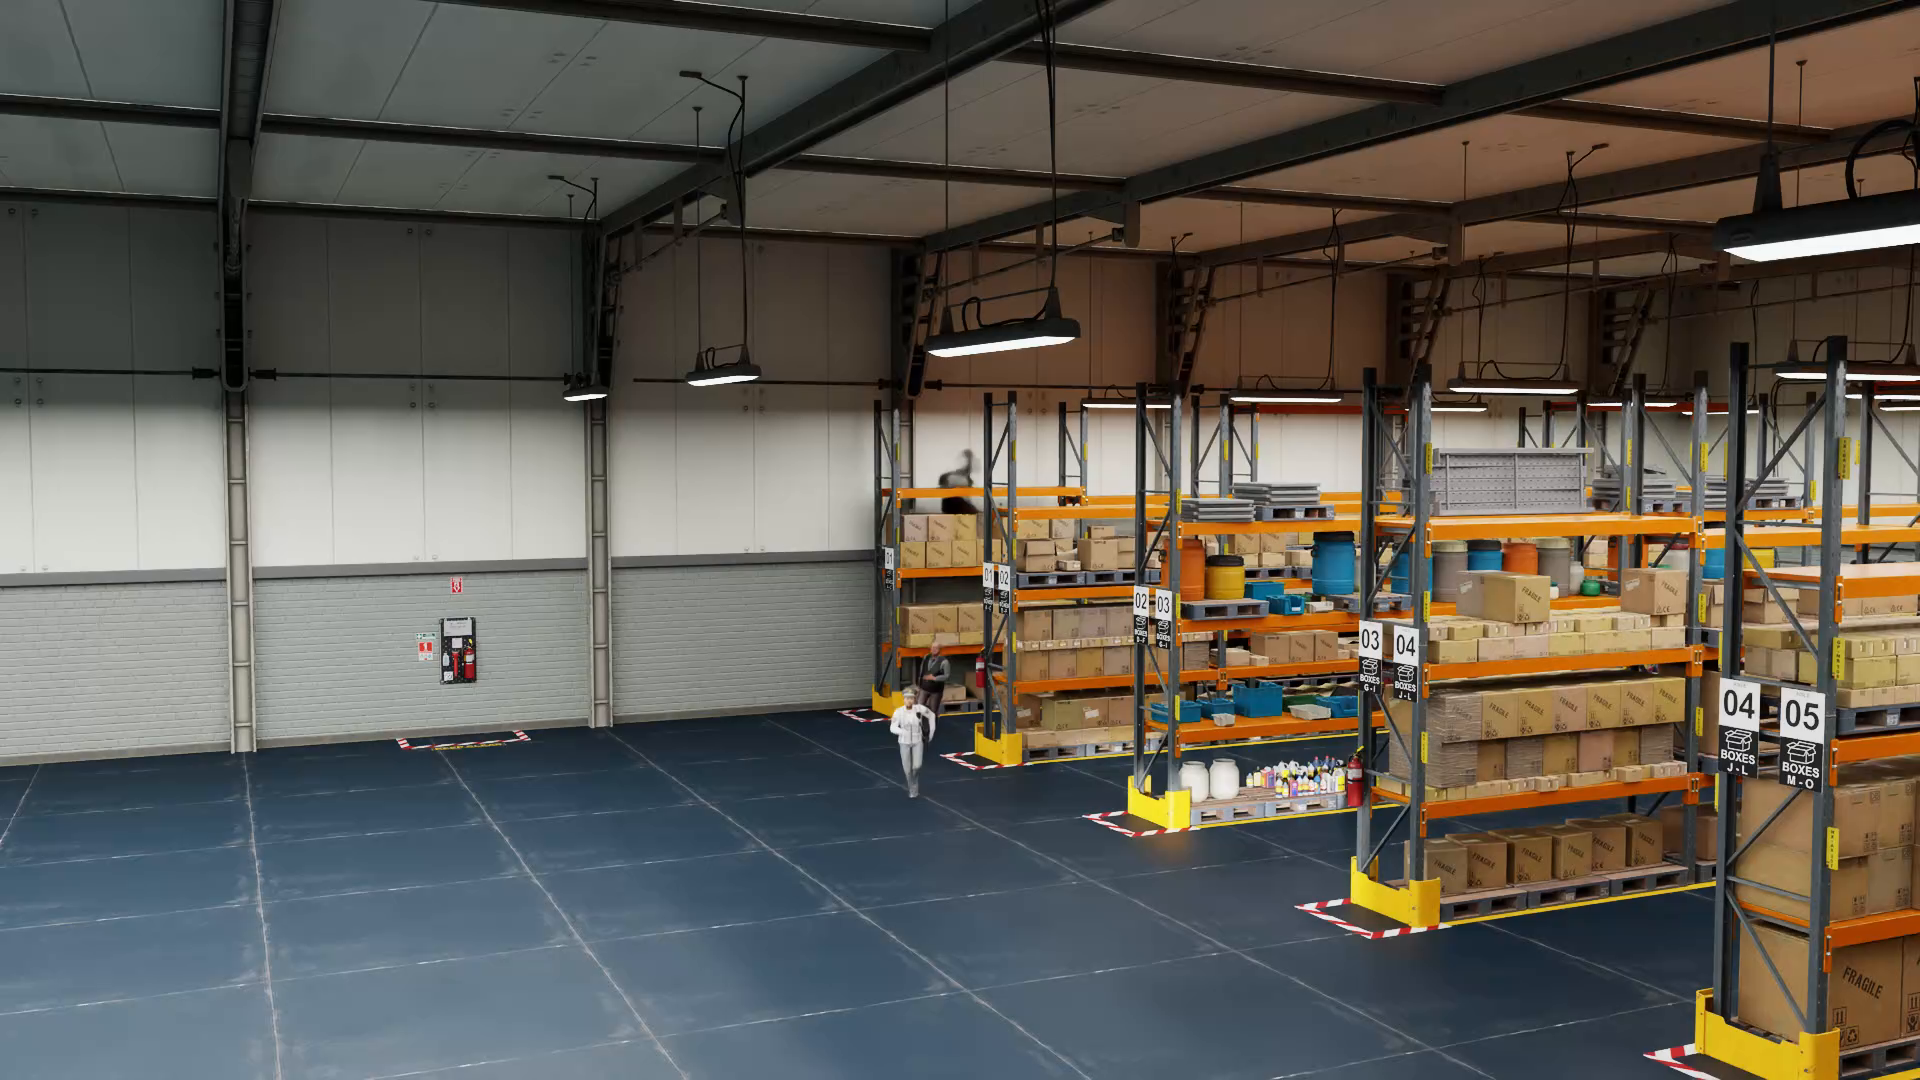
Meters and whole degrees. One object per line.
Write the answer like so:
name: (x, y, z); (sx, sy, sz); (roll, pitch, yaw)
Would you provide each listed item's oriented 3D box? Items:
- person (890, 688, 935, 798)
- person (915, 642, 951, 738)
person: (-0.676, 2.937, 23.938); (0.650, 1.643, 0.701); (0, 3, -2)
person: (-0.444, 2.579, 28.135); (0.690, 1.748, 0.674); (1, 4, 21)
